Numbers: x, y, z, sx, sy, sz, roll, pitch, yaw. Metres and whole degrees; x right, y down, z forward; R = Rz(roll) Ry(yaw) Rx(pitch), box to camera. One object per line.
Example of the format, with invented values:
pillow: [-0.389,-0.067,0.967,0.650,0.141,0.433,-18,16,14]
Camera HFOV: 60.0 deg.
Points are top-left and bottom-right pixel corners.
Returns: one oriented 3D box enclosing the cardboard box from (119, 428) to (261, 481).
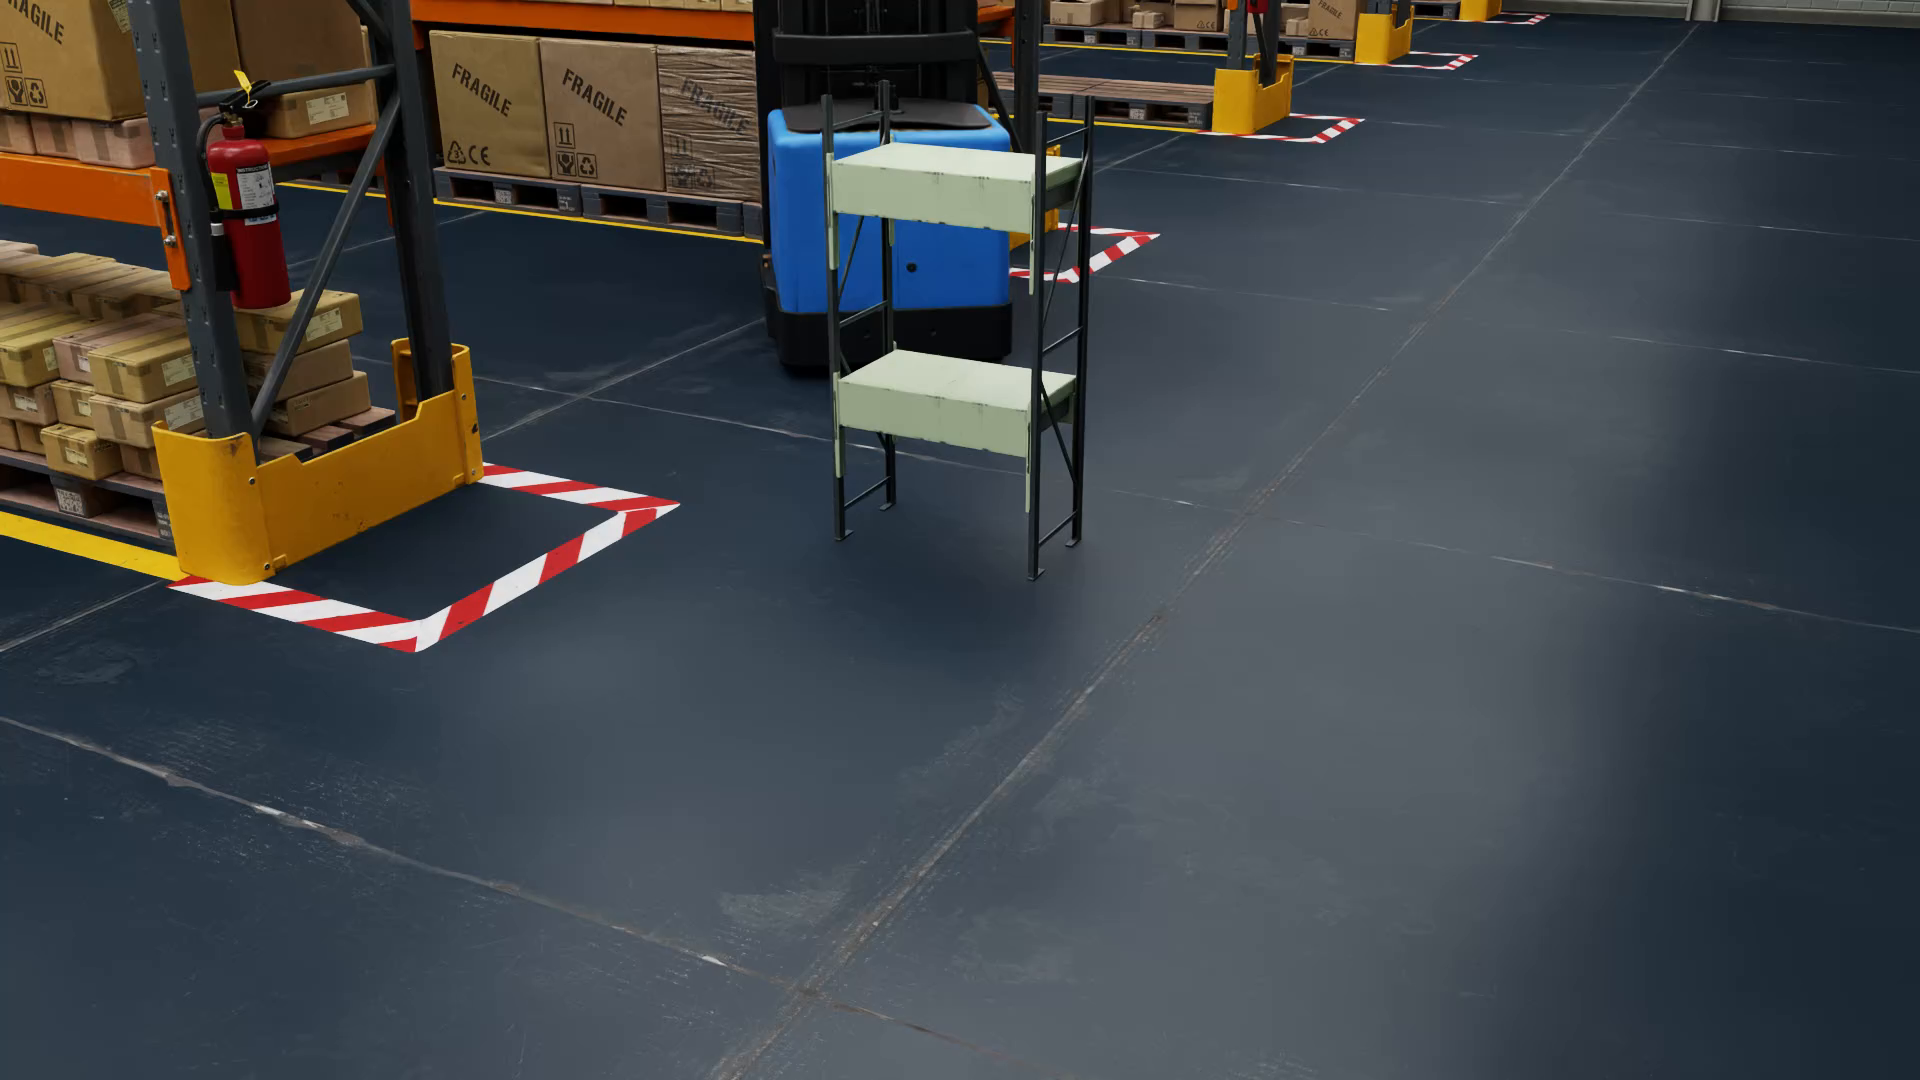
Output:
cardboard box: [-2.699,-0.345,5.834,0.250,0.149,0.380,12,26,25]

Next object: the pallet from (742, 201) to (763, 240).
pallet: [-0.556,-1.988,10.156,1.213,0.211,1.003,11,25,25]

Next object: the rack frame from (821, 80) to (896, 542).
rack frame: [-0.333,-0.756,5.611,0.023,1.500,0.400,11,25,25]

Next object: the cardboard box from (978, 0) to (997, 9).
cardboard box: [0.025,-3.220,9.810,0.250,0.149,0.380,12,26,25]

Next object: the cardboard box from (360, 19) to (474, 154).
cardboard box: [-3.957,-3.186,11.586,0.875,0.875,1.225,11,26,25]

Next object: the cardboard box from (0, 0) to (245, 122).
cardboard box: [-2.652,-1.616,5.208,0.500,0.500,0.500,12,26,26]

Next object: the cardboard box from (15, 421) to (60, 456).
cardboard box: [-3.171,-0.432,6.038,0.250,0.149,0.380,11,25,24]

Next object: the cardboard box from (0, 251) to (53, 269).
cardboard box: [-3.900,-1.046,6.723,0.250,0.149,0.380,11,26,25]

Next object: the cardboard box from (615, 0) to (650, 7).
cardboard box: [-1.871,-3.305,10.010,0.250,0.149,0.380,10,25,23]

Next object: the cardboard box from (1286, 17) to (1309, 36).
cardboard box: [3.749,-5.628,18.210,0.250,0.166,0.380,11,25,25]

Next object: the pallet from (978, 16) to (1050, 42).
pallet: [0.354,-6.170,19.990,1.213,0.211,1.003,11,25,25]

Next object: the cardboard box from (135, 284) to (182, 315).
cardboard box: [-2.916,-0.905,6.392,0.250,0.149,0.380,11,25,24]

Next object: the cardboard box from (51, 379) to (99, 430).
cardboard box: [-2.944,-0.520,5.866,0.250,0.149,0.380,11,25,23]

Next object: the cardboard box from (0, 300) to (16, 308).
cardboard box: [-3.676,-0.765,6.062,0.250,0.149,0.380,12,26,26]

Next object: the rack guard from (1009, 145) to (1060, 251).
rack guard: [0.215,-2.003,9.822,0.348,0.500,1.175,11,25,25]

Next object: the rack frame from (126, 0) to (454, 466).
rack frame: [-2.135,-1.443,5.311,0.127,3.000,1.000,11,25,25]

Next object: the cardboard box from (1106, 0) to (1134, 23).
cardboard box: [1.733,-6.374,19.537,0.500,0.500,0.500,11,25,25]

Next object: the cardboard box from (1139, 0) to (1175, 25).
cardboard box: [2.402,-6.154,19.262,0.500,0.311,0.500,11,25,25]

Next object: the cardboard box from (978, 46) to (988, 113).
cardboard box: [-0.414,-2.458,9.876,0.875,0.875,0.875,11,25,25]

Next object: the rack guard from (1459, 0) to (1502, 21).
rack guard: [6.920,-7.193,22.025,0.348,0.500,1.175,11,25,25]

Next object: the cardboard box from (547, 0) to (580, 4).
cardboard box: [-2.329,-3.396,10.225,0.250,0.149,0.380,11,25,24]

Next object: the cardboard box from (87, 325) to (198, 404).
cardboard box: [-2.722,-0.603,5.682,0.250,0.149,0.380,12,26,25]

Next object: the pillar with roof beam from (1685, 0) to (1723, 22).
pillar with roof beam: [7.756,-9.430,16.426,0.400,9.000,9.100,11,25,25]

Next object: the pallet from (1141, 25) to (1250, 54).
pallet: [2.802,-5.703,18.891,1.213,0.211,1.003,11,25,25]

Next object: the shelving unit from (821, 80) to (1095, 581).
shelving unit: [-0.006,-0.691,5.459,0.755,1.500,0.431,11,25,25]

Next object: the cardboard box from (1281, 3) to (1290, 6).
cardboard box: [3.417,-5.926,18.802,0.500,0.250,0.500,11,25,25]

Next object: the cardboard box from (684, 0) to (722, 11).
cardboard box: [-1.417,-3.215,9.799,0.250,0.149,0.380,11,26,25]

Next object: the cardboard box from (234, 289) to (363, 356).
cardboard box: [-2.449,-0.810,6.167,0.250,0.149,0.380,10,25,22]

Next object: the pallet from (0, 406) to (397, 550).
pallet: [-2.912,-0.329,6.255,1.213,0.211,1.003,11,25,25]

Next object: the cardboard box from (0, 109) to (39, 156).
cardboard box: [-2.989,-1.383,5.489,0.250,0.149,0.380,11,25,24]

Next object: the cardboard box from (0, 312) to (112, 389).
cardboard box: [-3.208,-0.669,5.837,0.250,0.149,0.380,11,25,23]

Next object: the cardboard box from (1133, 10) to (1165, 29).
cardboard box: [2.150,-5.923,18.903,0.250,0.166,0.380,11,25,25]

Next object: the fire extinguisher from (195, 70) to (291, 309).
fire extinguisher: [-2.118,-1.030,4.915,0.183,0.674,0.296,11,25,25]

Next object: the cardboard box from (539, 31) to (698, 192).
cardboard box: [-2.020,-2.776,10.623,0.875,0.875,0.875,11,25,25]

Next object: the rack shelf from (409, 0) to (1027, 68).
rack shelf: [-1.592,-3.180,10.314,4.000,0.370,1.077,11,25,25]

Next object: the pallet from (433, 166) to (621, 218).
pallet: [-2.733,-2.419,11.169,1.213,0.211,1.003,11,25,25]

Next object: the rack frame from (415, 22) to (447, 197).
rack frame: [-3.376,-3.864,11.003,0.127,3.000,1.000,11,25,25]

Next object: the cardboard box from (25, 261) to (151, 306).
cardboard box: [-3.418,-0.973,6.550,0.250,0.149,0.380,12,26,27]

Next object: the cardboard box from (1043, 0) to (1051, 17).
cardboard box: [0.775,-6.546,19.941,0.500,0.500,0.500,10,25,22]

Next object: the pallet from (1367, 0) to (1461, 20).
pallet: [6.149,-7.178,22.359,1.213,0.211,1.003,11,25,25]

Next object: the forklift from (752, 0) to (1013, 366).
forklift: [-0.494,-2.664,8.269,1.130,2.935,3.031,-3,23,-8]

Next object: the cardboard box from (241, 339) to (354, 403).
cardboard box: [-2.487,-0.644,6.157,0.250,0.149,0.380,12,26,27]

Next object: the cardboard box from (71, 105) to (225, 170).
cardboard box: [-2.553,-1.287,5.263,0.250,0.149,0.380,11,25,25]

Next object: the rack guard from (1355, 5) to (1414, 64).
rack guard: [4.599,-5.480,17.997,0.348,0.500,1.175,11,25,25]

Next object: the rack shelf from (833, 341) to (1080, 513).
rack shelf: [-0.006,-0.391,5.587,0.720,0.370,0.431,11,25,25]

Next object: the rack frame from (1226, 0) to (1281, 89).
rack frame: [2.428,-4.888,13.410,0.127,3.000,1.000,11,25,25]

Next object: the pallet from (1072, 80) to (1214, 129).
pallet: [1.710,-3.764,14.330,1.213,0.211,1.003,11,25,25]
